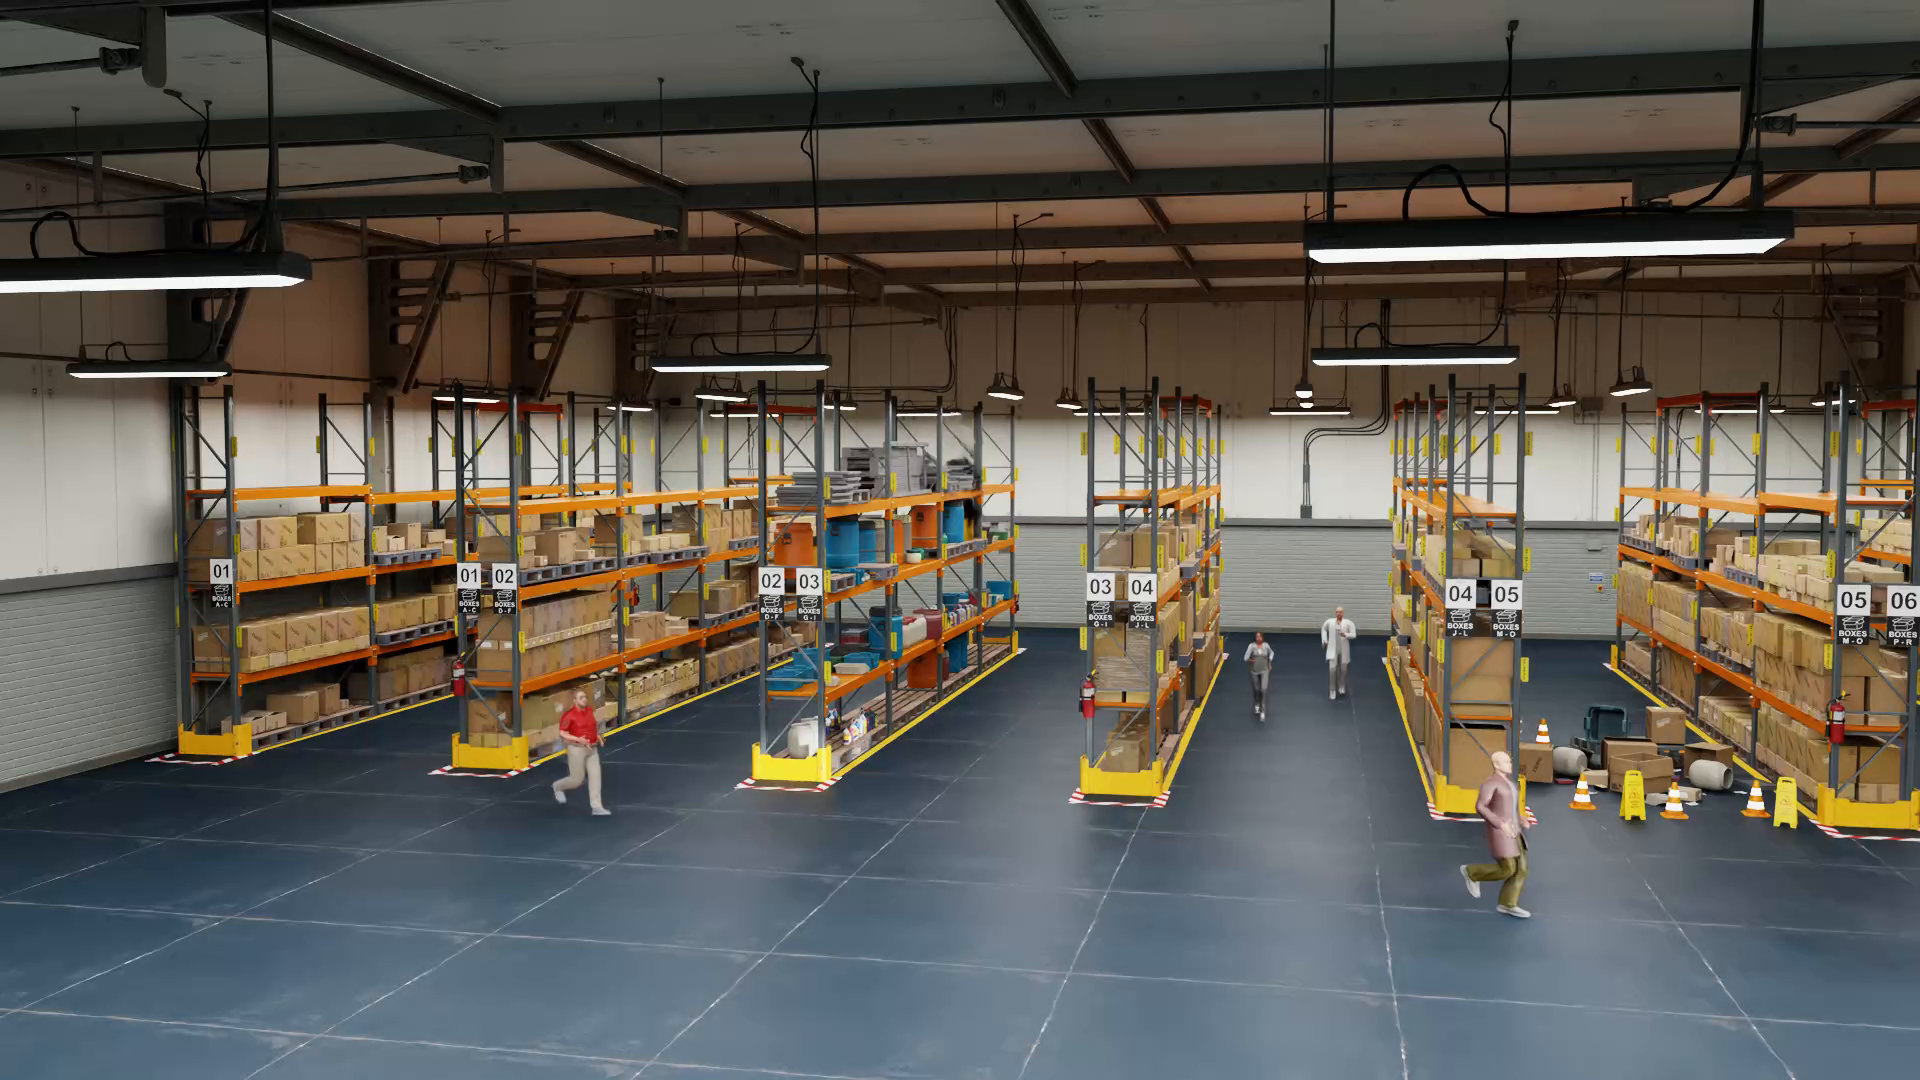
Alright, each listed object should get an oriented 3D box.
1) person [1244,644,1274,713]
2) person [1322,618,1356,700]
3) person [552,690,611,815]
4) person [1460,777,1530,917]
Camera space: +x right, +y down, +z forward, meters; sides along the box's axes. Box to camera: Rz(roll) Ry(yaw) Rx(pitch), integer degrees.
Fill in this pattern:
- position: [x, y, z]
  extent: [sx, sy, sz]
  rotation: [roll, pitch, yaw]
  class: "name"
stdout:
- position: [5.503, 2.522, 30.656]
  extent: [0.534, 1.262, 0.692]
  rotation: [1, 3, 11]
  class: "person"
- position: [7.583, 2.370, 33.249]
  extent: [0.653, 1.566, 0.908]
  rotation: [1, 3, 13]
  class: "person"
- position: [-5.117, 2.882, 22.619]
  extent: [1.006, 1.688, 0.678]
  rotation: [3, 4, 38]
  class: "person"
- position: [5.792, 3.268, 17.886]
  extent: [0.756, 1.482, 0.625]
  rotation: [3, 5, 45]
  class: "person"
